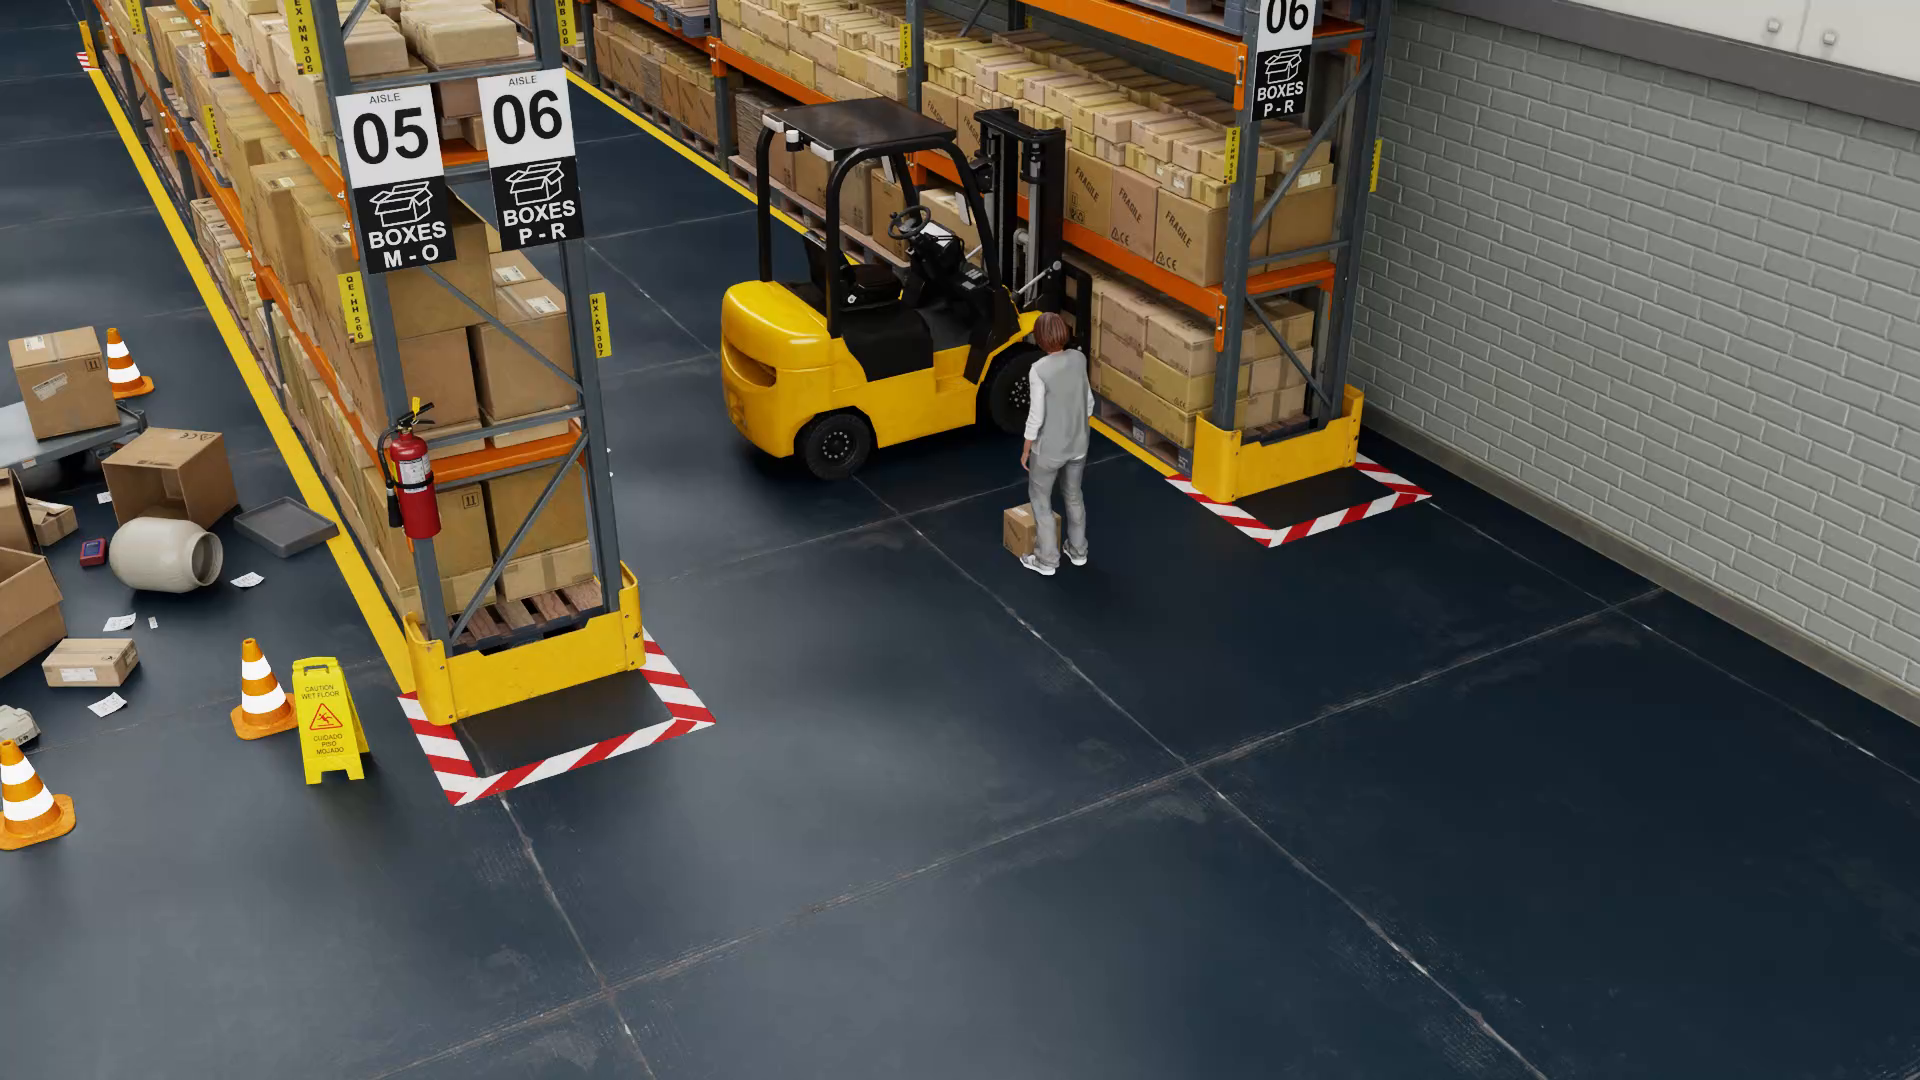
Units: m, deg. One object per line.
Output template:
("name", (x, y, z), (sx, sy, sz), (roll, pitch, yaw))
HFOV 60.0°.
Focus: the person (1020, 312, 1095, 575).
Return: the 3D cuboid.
("person", (0.558, -0.537, 9.513), (0.484, 1.593, 0.346), (-18, 34, -29))
